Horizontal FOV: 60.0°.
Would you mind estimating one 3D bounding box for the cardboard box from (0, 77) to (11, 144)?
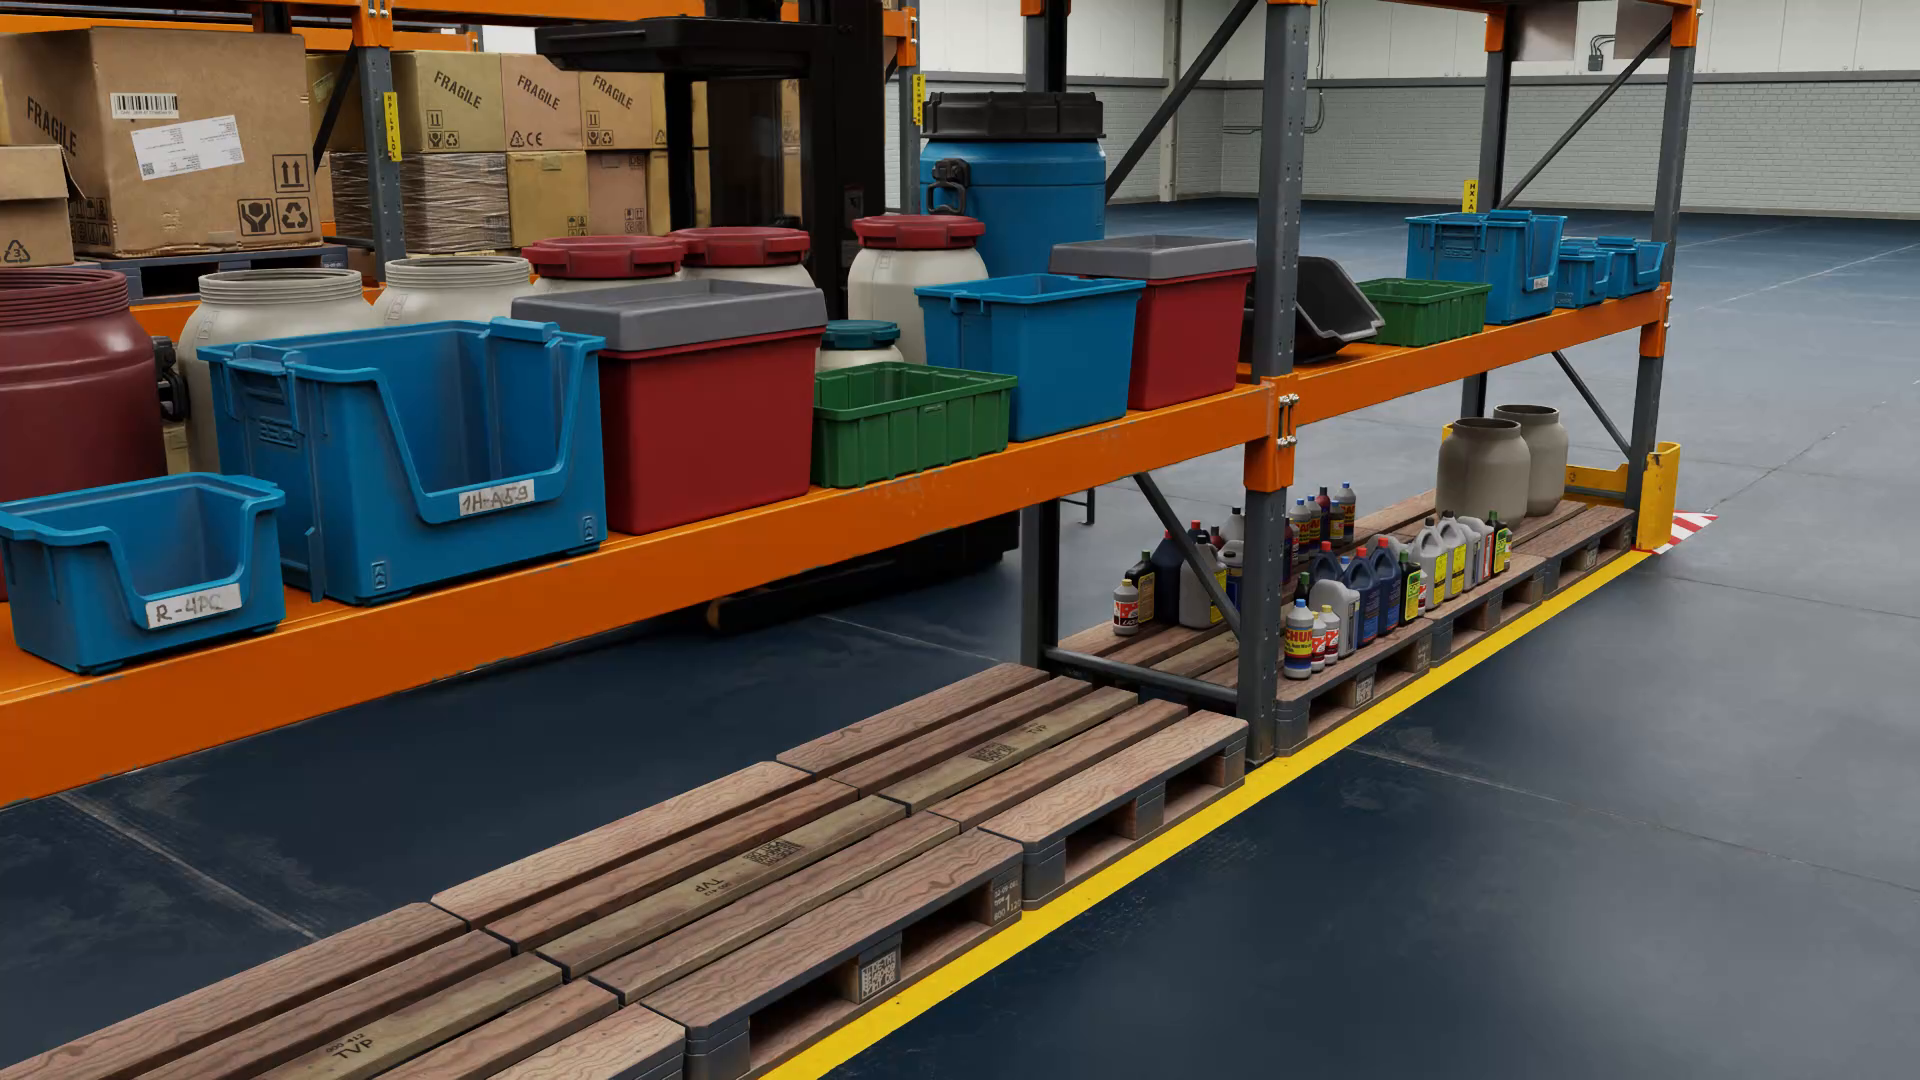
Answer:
[{"bbox_3d":[-6.740,-2.989,11.800,0.875,0.550,0.550,11,18,38],"label":"cardboard box"}]

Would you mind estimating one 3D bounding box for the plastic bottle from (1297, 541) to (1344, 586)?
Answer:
[{"bbox_3d":[1.366,0.183,6.295,0.144,0.351,0.185,11,18,38],"label":"plastic bottle"}]

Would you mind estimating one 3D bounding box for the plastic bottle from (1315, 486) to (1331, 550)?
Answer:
[{"bbox_3d":[1.624,-0.098,7.539,0.061,0.283,0.133,12,18,38],"label":"plastic bottle"}]

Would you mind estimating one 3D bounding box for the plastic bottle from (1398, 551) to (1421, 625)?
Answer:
[{"bbox_3d":[1.733,0.177,6.457,0.061,0.283,0.133,12,19,40],"label":"plastic bottle"}]

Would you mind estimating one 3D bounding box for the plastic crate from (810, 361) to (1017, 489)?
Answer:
[{"bbox_3d":[-0.227,-0.295,4.121,0.450,0.188,0.662,11,18,38],"label":"plastic crate"}]

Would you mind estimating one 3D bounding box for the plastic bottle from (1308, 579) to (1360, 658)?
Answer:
[{"bbox_3d":[1.371,0.273,6.095,0.152,0.276,0.135,12,19,40],"label":"plastic bottle"}]

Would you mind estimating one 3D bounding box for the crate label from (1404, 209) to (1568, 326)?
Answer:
[{"bbox_3d":[2.216,-1.163,7.039,0.502,0.435,0.616,11,18,38],"label":"crate label"}]

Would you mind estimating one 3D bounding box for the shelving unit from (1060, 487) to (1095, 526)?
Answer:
[{"bbox_3d":[0.310,-0.781,8.650,0.755,1.500,0.431,-13,19,-41],"label":"shelving unit"}]

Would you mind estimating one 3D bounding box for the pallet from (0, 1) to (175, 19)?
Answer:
[{"bbox_3d":[-6.476,-3.894,11.947,1.003,0.211,1.213,11,18,38],"label":"pallet"}]

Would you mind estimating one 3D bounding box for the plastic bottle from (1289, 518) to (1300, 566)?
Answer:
[{"bbox_3d":[1.440,0.005,7.300,0.097,0.201,0.097,0,14,0],"label":"plastic bottle"}]

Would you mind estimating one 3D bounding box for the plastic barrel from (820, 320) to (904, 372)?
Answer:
[{"bbox_3d":[-0.303,-0.478,4.693,0.301,0.262,0.301,0,14,0],"label":"plastic barrel"}]

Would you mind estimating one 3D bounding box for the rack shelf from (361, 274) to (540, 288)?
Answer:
[{"bbox_3d":[-1.947,-1.575,10.193,1.077,0.370,4.000,11,18,38],"label":"rack shelf"}]

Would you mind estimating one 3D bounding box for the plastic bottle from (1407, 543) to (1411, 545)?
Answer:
[{"bbox_3d":[1.859,0.115,6.869,0.097,0.201,0.097,0,14,0],"label":"plastic bottle"}]

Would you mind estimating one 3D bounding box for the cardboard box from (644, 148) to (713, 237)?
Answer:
[{"bbox_3d":[-1.950,-2.101,9.995,0.875,0.500,0.500,11,18,38],"label":"cardboard box"}]

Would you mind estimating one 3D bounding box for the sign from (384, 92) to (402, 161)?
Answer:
[{"bbox_3d":[-2.771,-2.017,8.119,0.100,0.325,0.005,11,18,38],"label":"sign"}]

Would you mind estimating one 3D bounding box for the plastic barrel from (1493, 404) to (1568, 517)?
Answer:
[{"bbox_3d":[2.808,-0.401,8.307,0.421,0.512,0.421,0,14,0],"label":"plastic barrel"}]

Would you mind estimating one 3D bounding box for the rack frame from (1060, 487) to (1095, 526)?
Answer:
[{"bbox_3d":[0.578,-0.842,8.892,0.023,1.500,0.400,-13,19,-41],"label":"rack frame"}]

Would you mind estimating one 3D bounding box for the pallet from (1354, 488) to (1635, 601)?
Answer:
[{"bbox_3d":[2.636,-0.013,8.243,1.003,0.211,1.213,11,18,38],"label":"pallet"}]

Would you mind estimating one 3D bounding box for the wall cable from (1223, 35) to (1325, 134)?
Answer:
[{"bbox_3d":[8.335,-12.122,44.369,3.097,2.526,0.112,11,18,38],"label":"wall cable"}]

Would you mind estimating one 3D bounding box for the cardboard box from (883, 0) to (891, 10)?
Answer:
[{"bbox_3d":[-0.796,-3.557,10.743,0.500,0.250,0.500,12,18,39],"label":"cardboard box"}]

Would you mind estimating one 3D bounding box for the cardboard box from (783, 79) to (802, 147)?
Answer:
[{"bbox_3d":[-1.154,-2.744,10.495,0.500,0.500,0.500,11,18,38],"label":"cardboard box"}]

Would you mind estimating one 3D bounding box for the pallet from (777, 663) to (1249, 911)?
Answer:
[{"bbox_3d":[0.185,0.733,5.308,1.003,0.211,1.213,11,18,38],"label":"pallet"}]

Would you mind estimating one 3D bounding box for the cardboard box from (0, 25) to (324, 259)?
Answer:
[{"bbox_3d":[-3.813,-1.905,7.958,1.000,1.000,1.000,11,18,38],"label":"cardboard box"}]

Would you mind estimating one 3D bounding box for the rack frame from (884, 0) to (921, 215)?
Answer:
[{"bbox_3d":[-0.690,-2.307,11.612,1.000,3.000,0.127,11,18,38],"label":"rack frame"}]

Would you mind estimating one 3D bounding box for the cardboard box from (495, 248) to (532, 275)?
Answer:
[{"bbox_3d":[-2.533,-1.512,8.993,0.380,0.149,0.250,11,18,38],"label":"cardboard box"}]

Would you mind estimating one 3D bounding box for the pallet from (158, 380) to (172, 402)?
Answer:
[{"bbox_3d":[-6.460,-1.110,12.564,1.003,0.211,1.213,11,18,38],"label":"pallet"}]

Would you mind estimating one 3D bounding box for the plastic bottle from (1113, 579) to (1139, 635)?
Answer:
[{"bbox_3d":[0.634,0.251,6.334,0.097,0.201,0.097,0,14,0],"label":"plastic bottle"}]

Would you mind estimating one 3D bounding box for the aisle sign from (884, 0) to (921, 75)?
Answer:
[{"bbox_3d":[-0.418,-3.533,11.156,0.394,0.787,0.004,11,18,38],"label":"aisle sign"}]

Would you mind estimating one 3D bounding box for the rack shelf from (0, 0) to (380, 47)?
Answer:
[{"bbox_3d":[-4.461,-2.263,6.809,1.077,0.370,4.000,11,18,38],"label":"rack shelf"}]

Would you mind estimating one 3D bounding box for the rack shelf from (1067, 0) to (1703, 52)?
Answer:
[{"bbox_3d":[1.905,-2.263,6.807,1.077,0.370,4.000,11,18,38],"label":"rack shelf"}]

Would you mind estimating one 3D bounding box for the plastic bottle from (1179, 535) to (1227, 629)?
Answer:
[{"bbox_3d":[0.941,0.150,6.425,0.144,0.351,0.185,11,18,38],"label":"plastic bottle"}]

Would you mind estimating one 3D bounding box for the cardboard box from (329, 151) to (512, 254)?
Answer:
[{"bbox_3d":[-2.874,-1.810,8.850,0.875,0.500,0.500,11,18,38],"label":"cardboard box"}]

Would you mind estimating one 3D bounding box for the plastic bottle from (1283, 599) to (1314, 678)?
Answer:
[{"bbox_3d":[1.189,0.341,5.835,0.097,0.271,0.097,0,14,0],"label":"plastic bottle"}]

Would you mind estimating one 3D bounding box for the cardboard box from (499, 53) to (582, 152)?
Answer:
[{"bbox_3d":[-2.411,-2.361,8.987,0.500,0.500,0.500,11,18,38],"label":"cardboard box"}]

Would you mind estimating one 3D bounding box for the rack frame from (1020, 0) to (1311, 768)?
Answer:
[{"bbox_3d":[0.648,-0.775,5.580,1.000,3.000,0.127,11,18,38],"label":"rack frame"}]

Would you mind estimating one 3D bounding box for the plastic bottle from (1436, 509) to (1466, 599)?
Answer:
[{"bbox_3d":[1.981,0.053,6.811,0.144,0.351,0.185,12,19,40],"label":"plastic bottle"}]

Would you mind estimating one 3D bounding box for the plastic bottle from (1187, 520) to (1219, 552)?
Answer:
[{"bbox_3d":[0.949,0.091,6.658,0.144,0.351,0.185,10,17,35],"label":"plastic bottle"}]

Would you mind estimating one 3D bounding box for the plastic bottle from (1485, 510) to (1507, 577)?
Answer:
[{"bbox_3d":[2.289,0.007,7.125,0.061,0.283,0.133,12,18,39],"label":"plastic bottle"}]

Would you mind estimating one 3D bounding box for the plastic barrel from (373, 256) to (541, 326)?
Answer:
[{"bbox_3d":[-1.121,-0.373,3.774,0.421,0.512,0.421,0,14,0],"label":"plastic barrel"}]

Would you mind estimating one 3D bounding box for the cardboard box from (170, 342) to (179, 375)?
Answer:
[{"bbox_3d":[-5.986,-1.785,13.018,0.875,0.875,0.875,11,18,38],"label":"cardboard box"}]

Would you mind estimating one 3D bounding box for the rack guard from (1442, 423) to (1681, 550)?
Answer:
[{"bbox_3d":[3.151,-0.307,8.817,1.175,0.500,0.348,11,18,38],"label":"rack guard"}]

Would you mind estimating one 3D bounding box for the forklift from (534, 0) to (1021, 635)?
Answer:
[{"bbox_3d":[-1.123,-1.162,7.245,3.031,2.935,1.130,-13,19,-41],"label":"forklift"}]

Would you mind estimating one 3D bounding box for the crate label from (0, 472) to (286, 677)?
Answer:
[{"bbox_3d":[-1.310,0.050,2.674,0.303,0.233,0.416,11,18,38],"label":"crate label"}]
